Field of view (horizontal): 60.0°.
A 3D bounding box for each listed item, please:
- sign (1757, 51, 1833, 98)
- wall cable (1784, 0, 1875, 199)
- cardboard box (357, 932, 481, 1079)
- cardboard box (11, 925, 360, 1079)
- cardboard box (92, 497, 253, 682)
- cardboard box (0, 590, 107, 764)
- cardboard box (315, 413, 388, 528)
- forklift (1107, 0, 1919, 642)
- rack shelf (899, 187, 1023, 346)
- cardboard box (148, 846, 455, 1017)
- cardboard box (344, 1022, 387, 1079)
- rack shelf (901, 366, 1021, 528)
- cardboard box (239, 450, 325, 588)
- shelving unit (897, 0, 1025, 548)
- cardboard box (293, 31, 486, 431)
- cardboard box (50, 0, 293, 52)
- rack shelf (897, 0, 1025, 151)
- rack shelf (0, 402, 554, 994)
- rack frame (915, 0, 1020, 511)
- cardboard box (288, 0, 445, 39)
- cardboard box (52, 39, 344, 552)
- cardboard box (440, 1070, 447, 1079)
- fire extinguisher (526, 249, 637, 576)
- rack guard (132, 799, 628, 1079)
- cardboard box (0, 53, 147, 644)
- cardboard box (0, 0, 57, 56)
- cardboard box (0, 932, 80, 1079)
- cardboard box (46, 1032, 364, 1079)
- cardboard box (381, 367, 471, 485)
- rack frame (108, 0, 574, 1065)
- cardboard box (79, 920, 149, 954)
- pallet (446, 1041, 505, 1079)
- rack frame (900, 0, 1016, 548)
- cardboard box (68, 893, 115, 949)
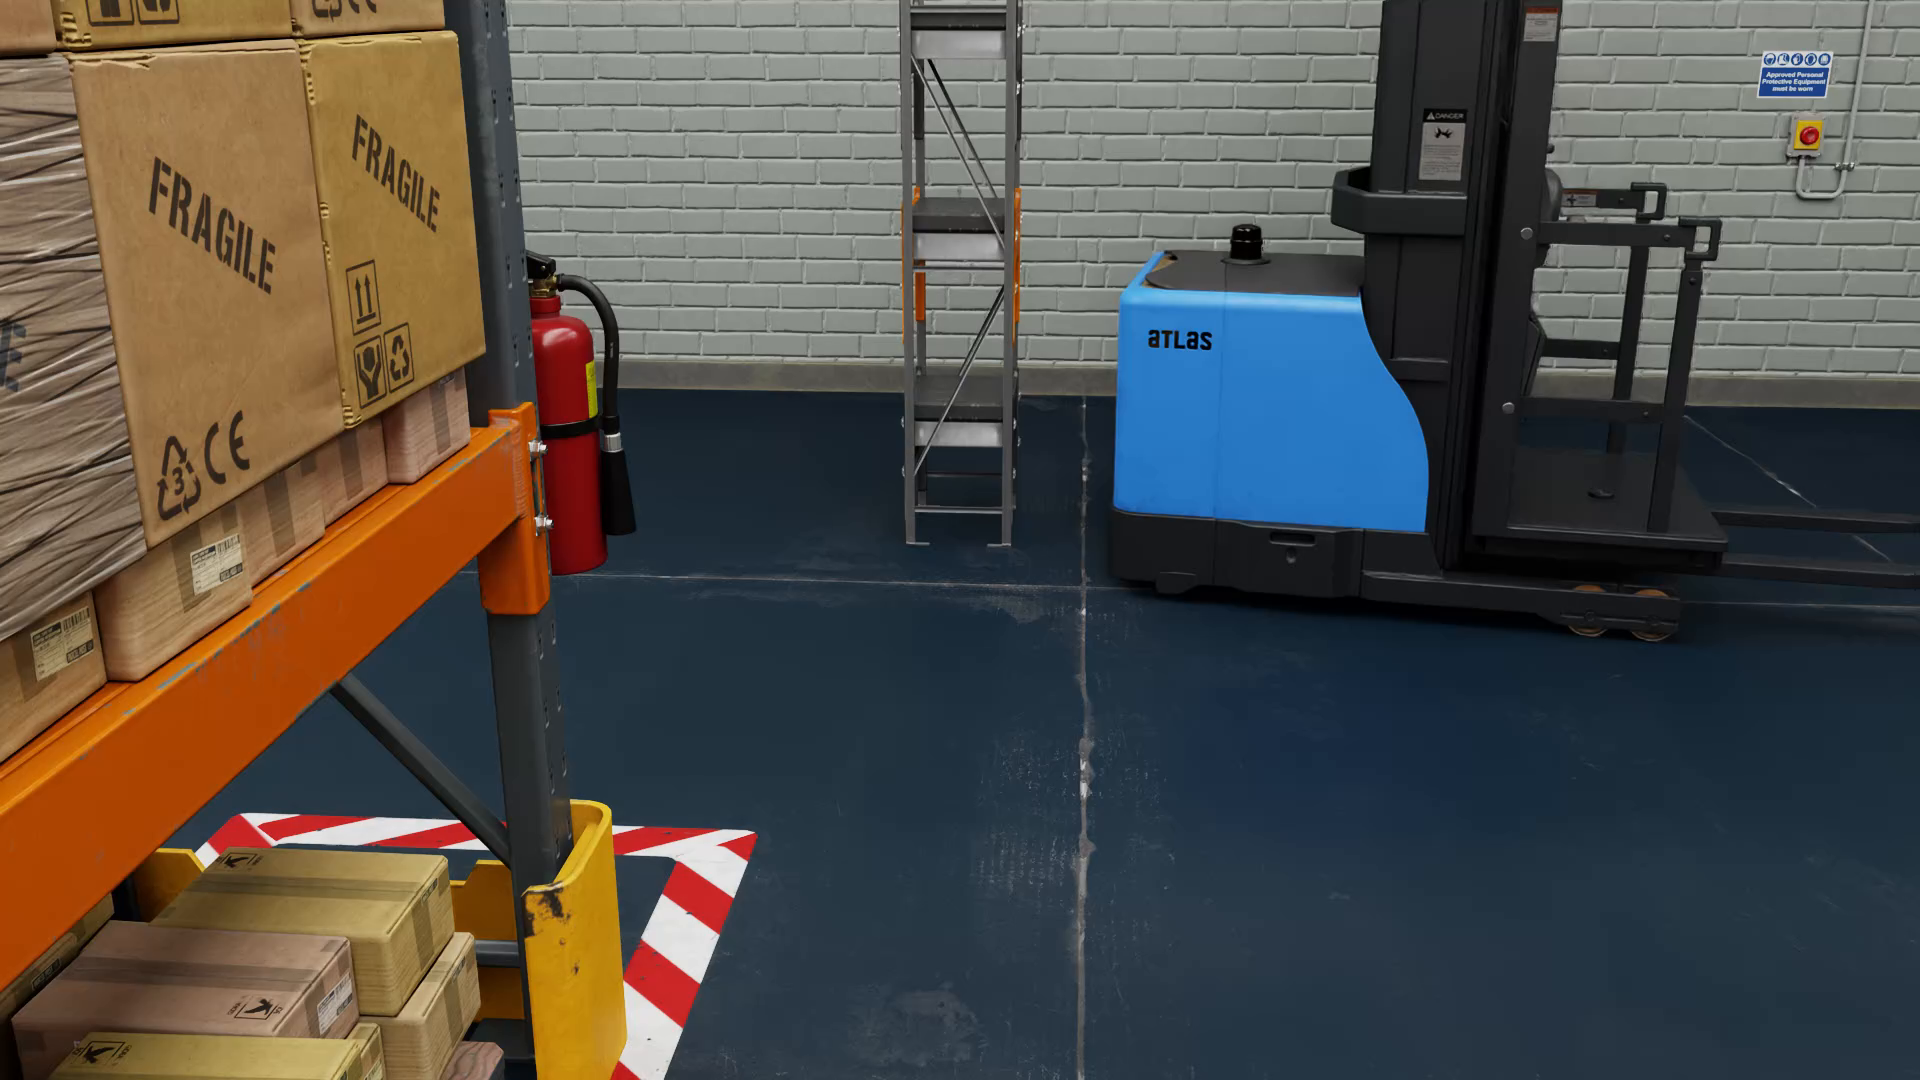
[{"bbox_3d":[4.025,-2.243,8.016,0.327,0.218,0.001,1,18,4],"label":"sign"},{"bbox_3d":[4.068,-2.592,7.834,0.585,1.953,0.123,1,18,4],"label":"wall cable"},{"bbox_3d":[-1.010,0.763,2.705,0.380,0.149,0.250,1,18,2],"label":"cardboard box"},{"bbox_3d":[-1.118,0.698,2.425,0.380,0.149,0.250,2,18,5],"label":"cardboard box"},{"bbox_3d":[-1.052,0.040,1.888,0.380,0.149,0.250,2,18,5],"label":"cardboard box"},{"bbox_3d":[-1.100,0.121,1.640,0.380,0.149,0.250,0,18,1],"label":"cardboard box"},{"bbox_3d":[-1.054,-0.118,2.370,0.380,0.149,0.250,1,18,4],"label":"cardboard box"},{"bbox_3d":[2.094,-1.245,5.514,3.031,2.935,1.130,4,19,12],"label":"forklift"},{"bbox_3d":[0.012,-1.036,6.257,0.431,0.518,0.480,1,18,4],"label":"rack shelf"},{"bbox_3d":[-1.042,0.621,2.659,0.380,0.149,0.250,1,18,5],"label":"cardboard box"},{"bbox_3d":[-1.083,0.843,2.461,0.380,0.149,0.250,1,18,3],"label":"cardboard box"},{"bbox_3d":[0.012,-0.371,6.475,0.431,0.518,0.480,1,18,4],"label":"rack shelf"},{"bbox_3d":[-1.057,-0.040,2.131,0.380,0.149,0.250,1,18,3],"label":"cardboard box"},{"bbox_3d":[0.012,-1.049,6.253,0.431,2.100,0.503,1,18,4],"label":"shelving unit"},{"bbox_3d":[-1.033,-0.465,2.387,0.500,0.500,0.500,2,18,5],"label":"cardboard box"},{"bbox_3d":[-1.078,-0.781,1.744,0.500,0.500,0.500,1,18,2],"label":"cardboard box"},{"bbox_3d":[0.012,-1.701,6.039,0.431,0.518,0.480,1,18,4],"label":"rack shelf"},{"bbox_3d":[-1.400,0.541,1.109,1.077,0.370,4.000,1,18,4],"label":"rack shelf"},{"bbox_3d":[0.029,-1.125,6.484,0.400,2.100,0.015,1,18,4],"label":"rack frame"},{"bbox_3d":[-1.042,-0.938,2.224,0.500,0.500,0.500,1,18,3],"label":"cardboard box"},{"bbox_3d":[-1.075,-0.305,1.899,0.500,0.500,0.500,1,18,3],"label":"cardboard box"},{"bbox_3d":[-1.087,0.902,2.758,0.380,0.149,0.250,2,18,5],"label":"cardboard box"},{"bbox_3d":[-0.779,-0.276,3.170,0.296,0.674,0.183,1,18,4],"label":"fire extinguisher"},{"bbox_3d":[-1.263,0.790,3.210,1.175,0.500,0.348,1,18,4],"label":"rack guard"},{"bbox_3d":[-1.101,-0.148,1.418,0.500,0.500,0.500,1,18,4],"label":"cardboard box"},{"bbox_3d":[-1.106,-0.619,1.250,0.500,0.500,0.500,2,18,7],"label":"cardboard box"},{"bbox_3d":[-1.533,0.694,2.435,0.380,0.149,0.250,2,18,5],"label":"cardboard box"},{"bbox_3d":[-1.009,0.781,2.171,0.380,0.149,0.250,1,18,3],"label":"cardboard box"},{"bbox_3d":[-0.999,-0.195,2.603,0.380,0.149,0.250,1,18,4],"label":"cardboard box"},{"bbox_3d":[-1.257,-0.422,2.892,1.000,3.000,0.127,1,18,4],"label":"rack frame"},{"bbox_3d":[-1.551,0.749,2.745,0.380,0.149,0.250,2,18,6],"label":"cardboard box"},{"bbox_3d":[-1.356,1.179,2.487,1.003,0.211,1.213,1,18,4],"label":"pallet"},{"bbox_3d":[-0.006,-0.973,6.022,0.400,2.100,0.015,1,18,4],"label":"rack frame"},{"bbox_3d":[-1.634,0.606,2.705,0.380,0.149,0.250,0,18,1],"label":"cardboard box"}]
